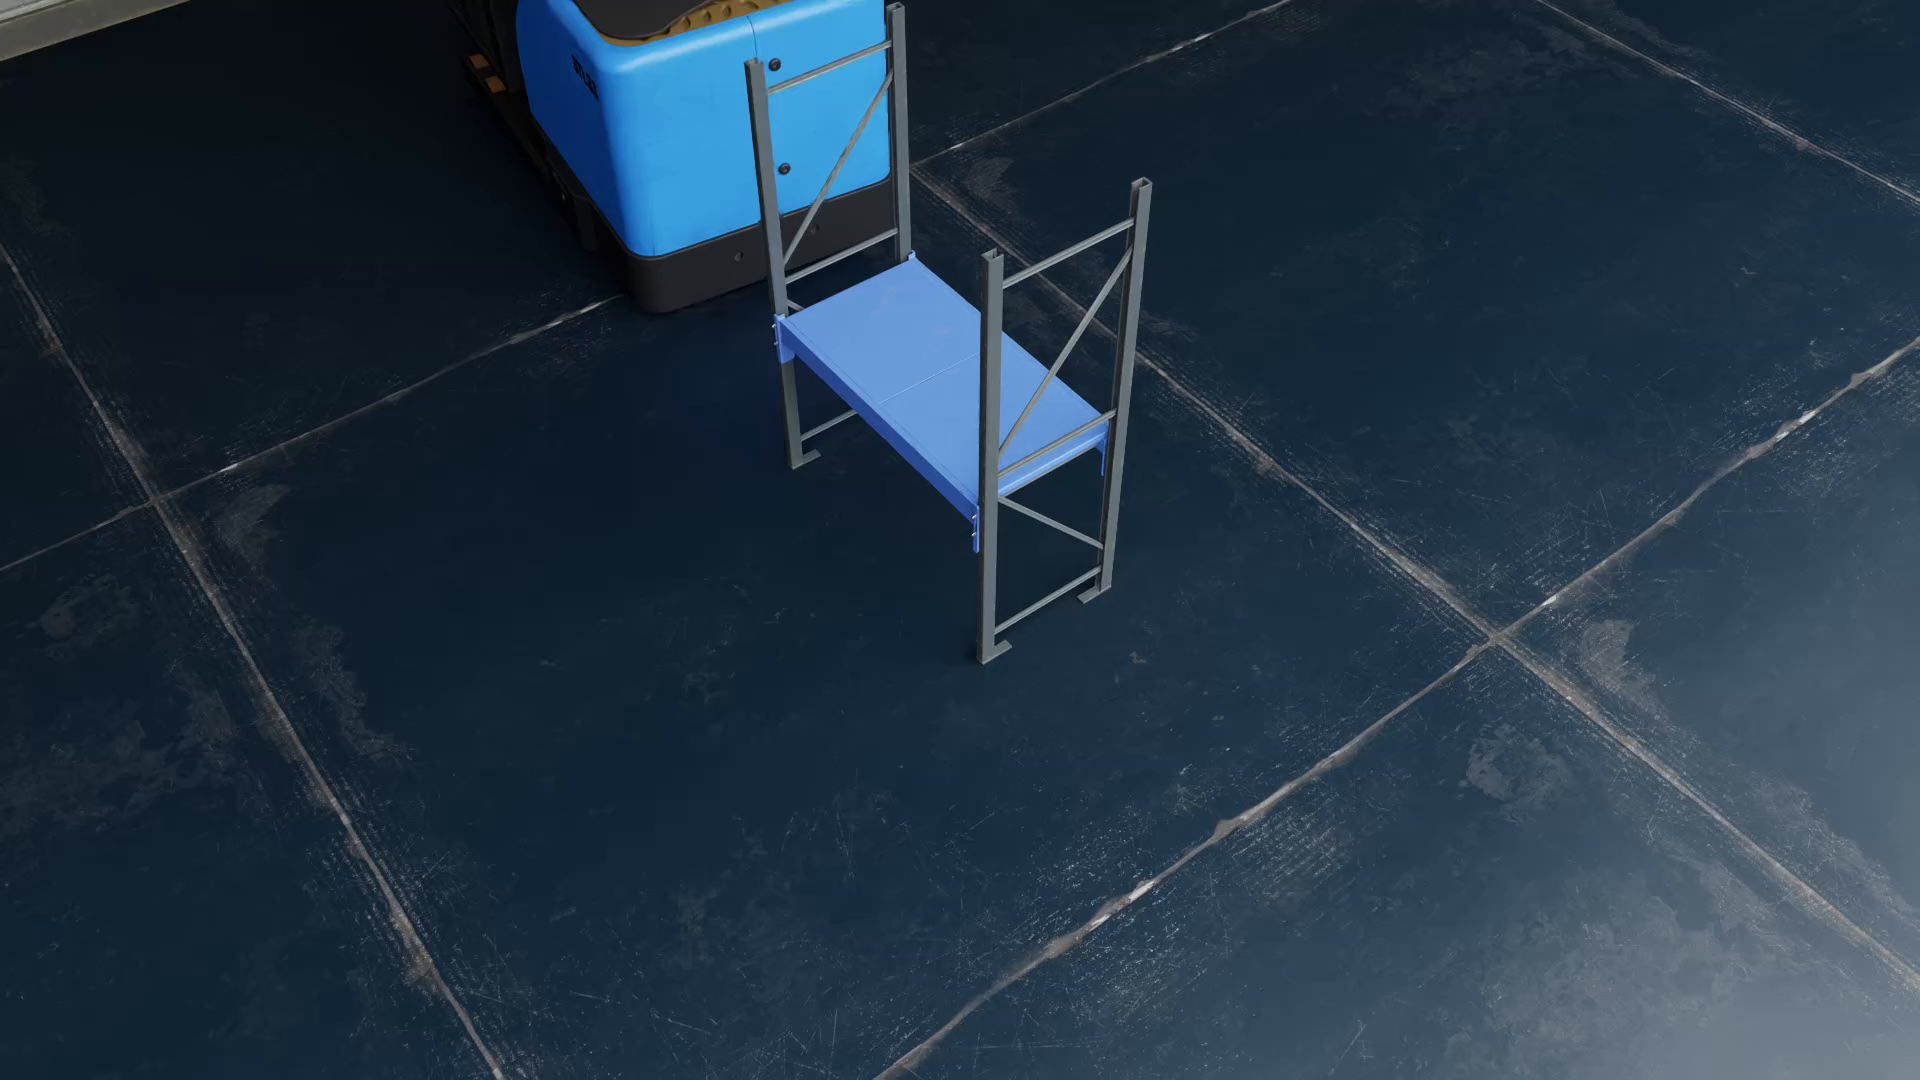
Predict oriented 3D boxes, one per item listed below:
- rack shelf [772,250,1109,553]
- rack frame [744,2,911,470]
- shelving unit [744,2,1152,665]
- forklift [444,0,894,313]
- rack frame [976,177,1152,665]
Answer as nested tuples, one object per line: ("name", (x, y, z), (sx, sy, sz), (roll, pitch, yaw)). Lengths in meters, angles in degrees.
("rack shelf", (-0.052, -0.433, 4.873), (0.538, 0.185, 1.000), (-29, 54, -24))
("rack frame", (-0.359, -0.854, 5.012), (0.500, 1.500, 0.032), (-29, 54, -24))
("shelving unit", (-0.052, -0.554, 4.740), (0.538, 1.500, 1.048), (-29, 54, -24))
("forklift", (-1.409, -2.874, 5.877), (1.130, 2.935, 3.031), (-23, 52, -20))
("rack frame", (0.256, -0.254, 4.468), (0.500, 1.500, 0.032), (-29, 54, -24))
